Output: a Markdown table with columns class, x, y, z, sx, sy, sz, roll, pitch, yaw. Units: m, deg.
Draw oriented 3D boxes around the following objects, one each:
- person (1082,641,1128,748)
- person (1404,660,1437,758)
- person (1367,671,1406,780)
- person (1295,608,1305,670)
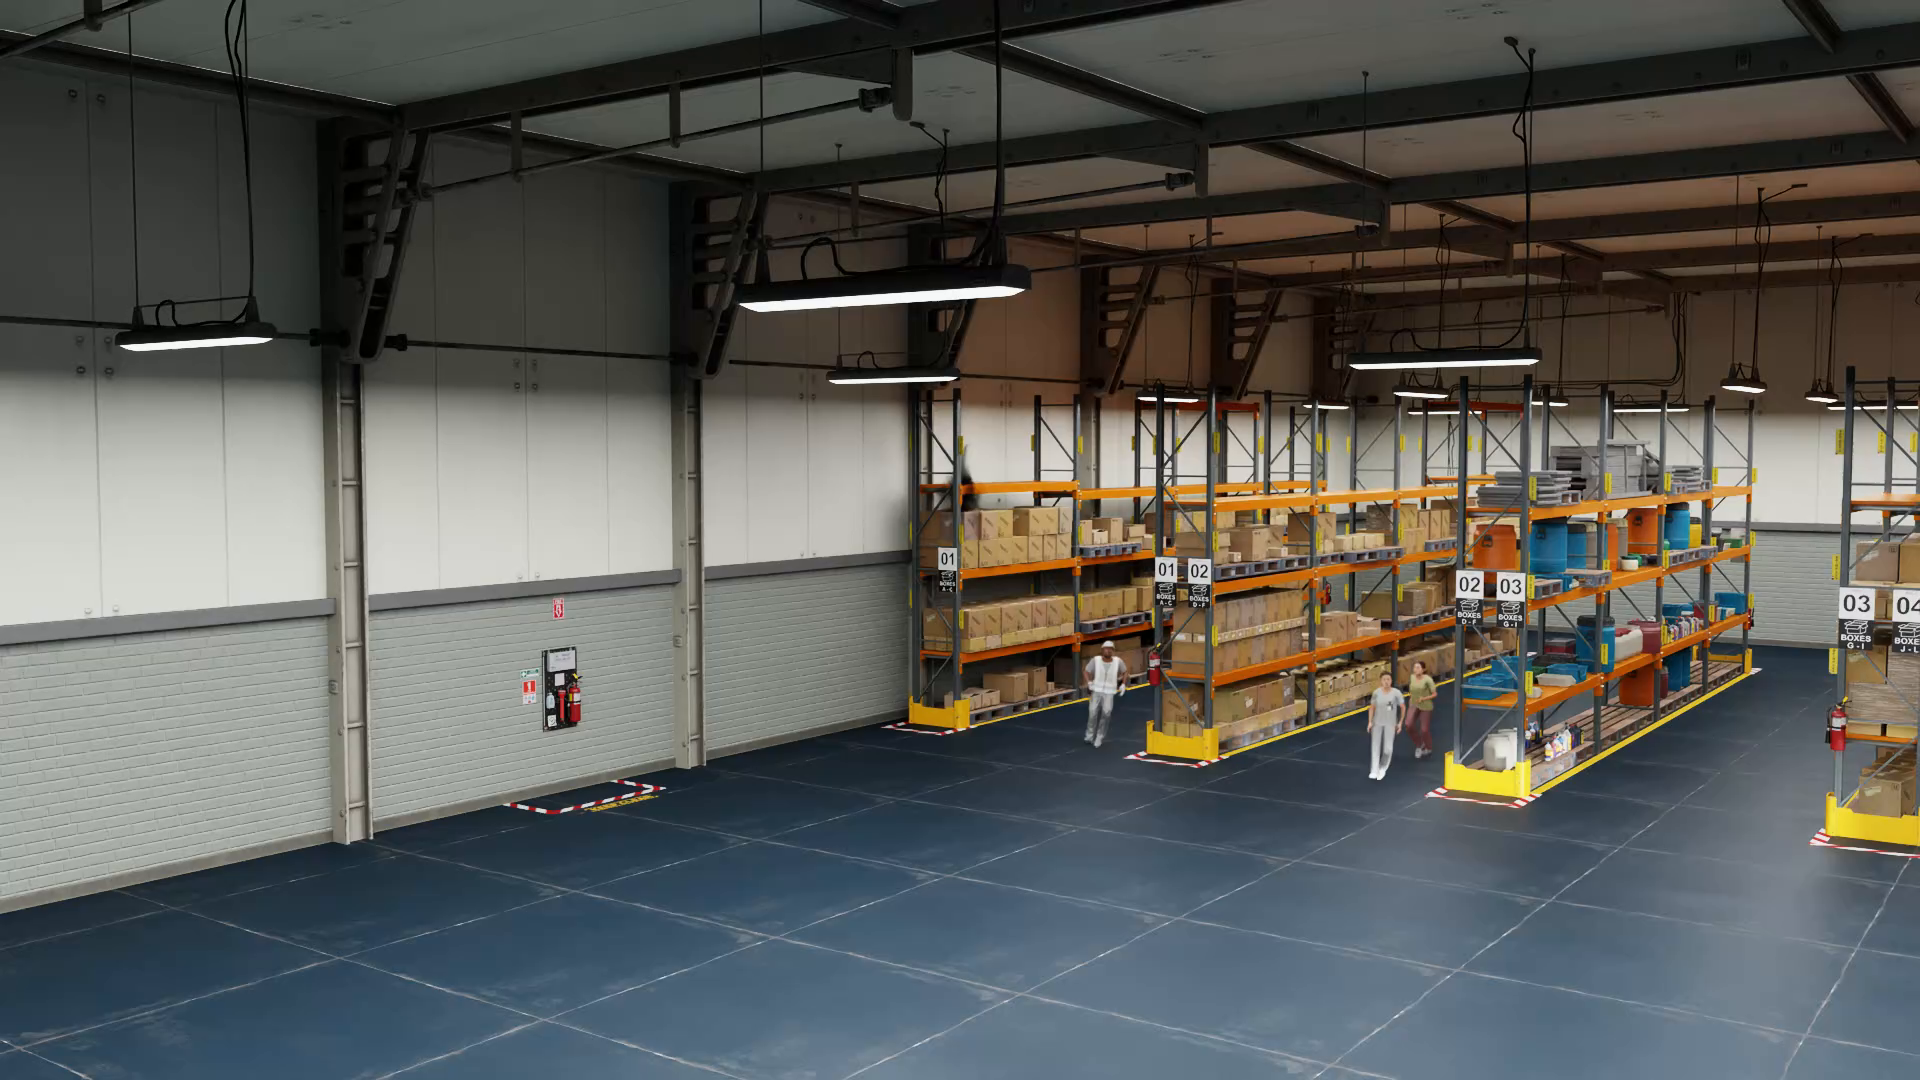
| class | x | y | z | sx | sy | sz | roll | pitch | yaw |
| --- | --- | --- | --- | --- | --- | --- | --- | --- | --- |
| person | 2.412 | 2.557 | 27.695 | 0.749 | 1.771 | 0.650 | 0 | 3 | 6 |
| person | 7.417 | 2.700 | 26.647 | 0.547 | 1.563 | 0.833 | 3 | 4 | 39 |
| person | 6.322 | 2.755 | 24.630 | 0.525 | 1.653 | 0.485 | 1 | 4 | 23 |
| person | 7.055 | 2.203 | 34.381 | 0.585 | 1.738 | 0.897 | 3 | 4 | 43 |
